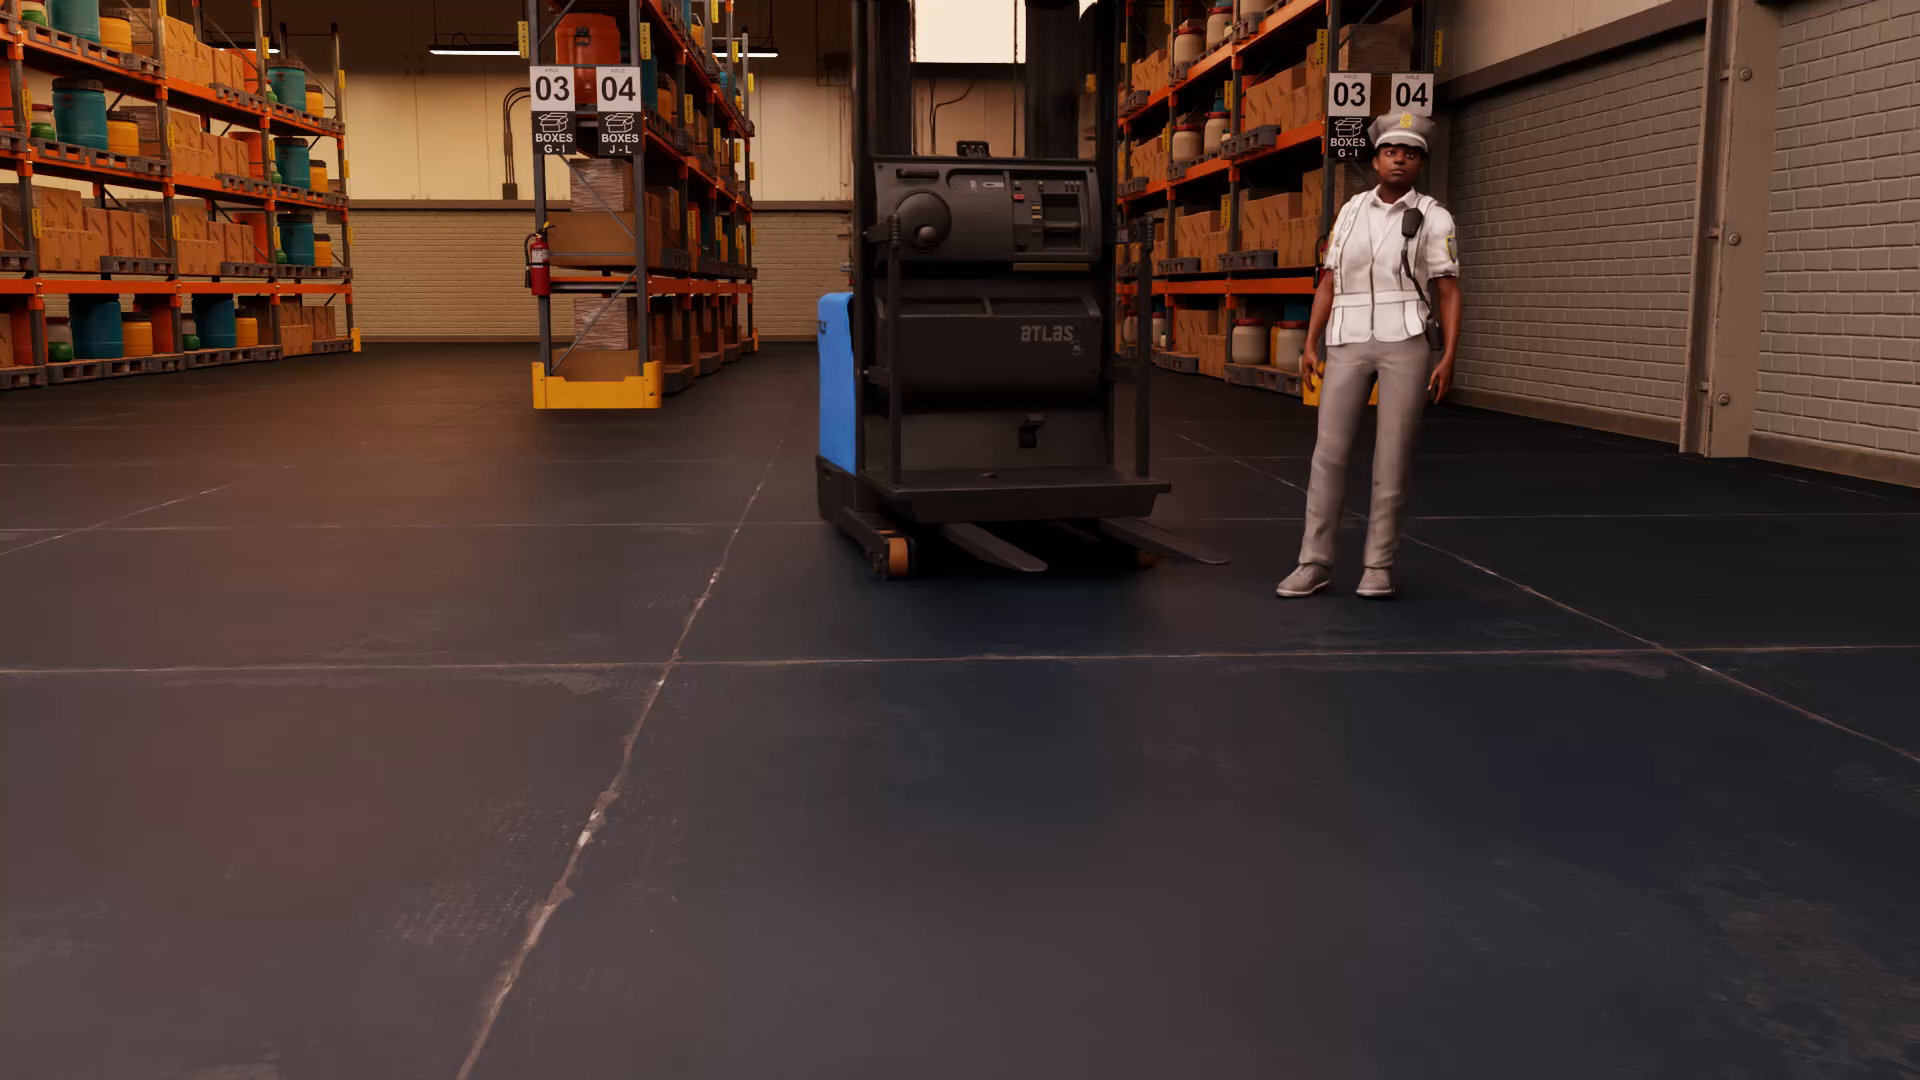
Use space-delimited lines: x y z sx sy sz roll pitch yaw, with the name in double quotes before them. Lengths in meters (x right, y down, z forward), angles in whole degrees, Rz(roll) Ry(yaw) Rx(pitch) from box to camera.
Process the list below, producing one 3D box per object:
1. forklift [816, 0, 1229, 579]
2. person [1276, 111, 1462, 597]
"forklift" 0.169 -1.361 6.500 1.130 2.935 3.031 -2 9 -14
"person" 1.469 -0.649 5.888 0.554 1.692 0.527 4 9 27
